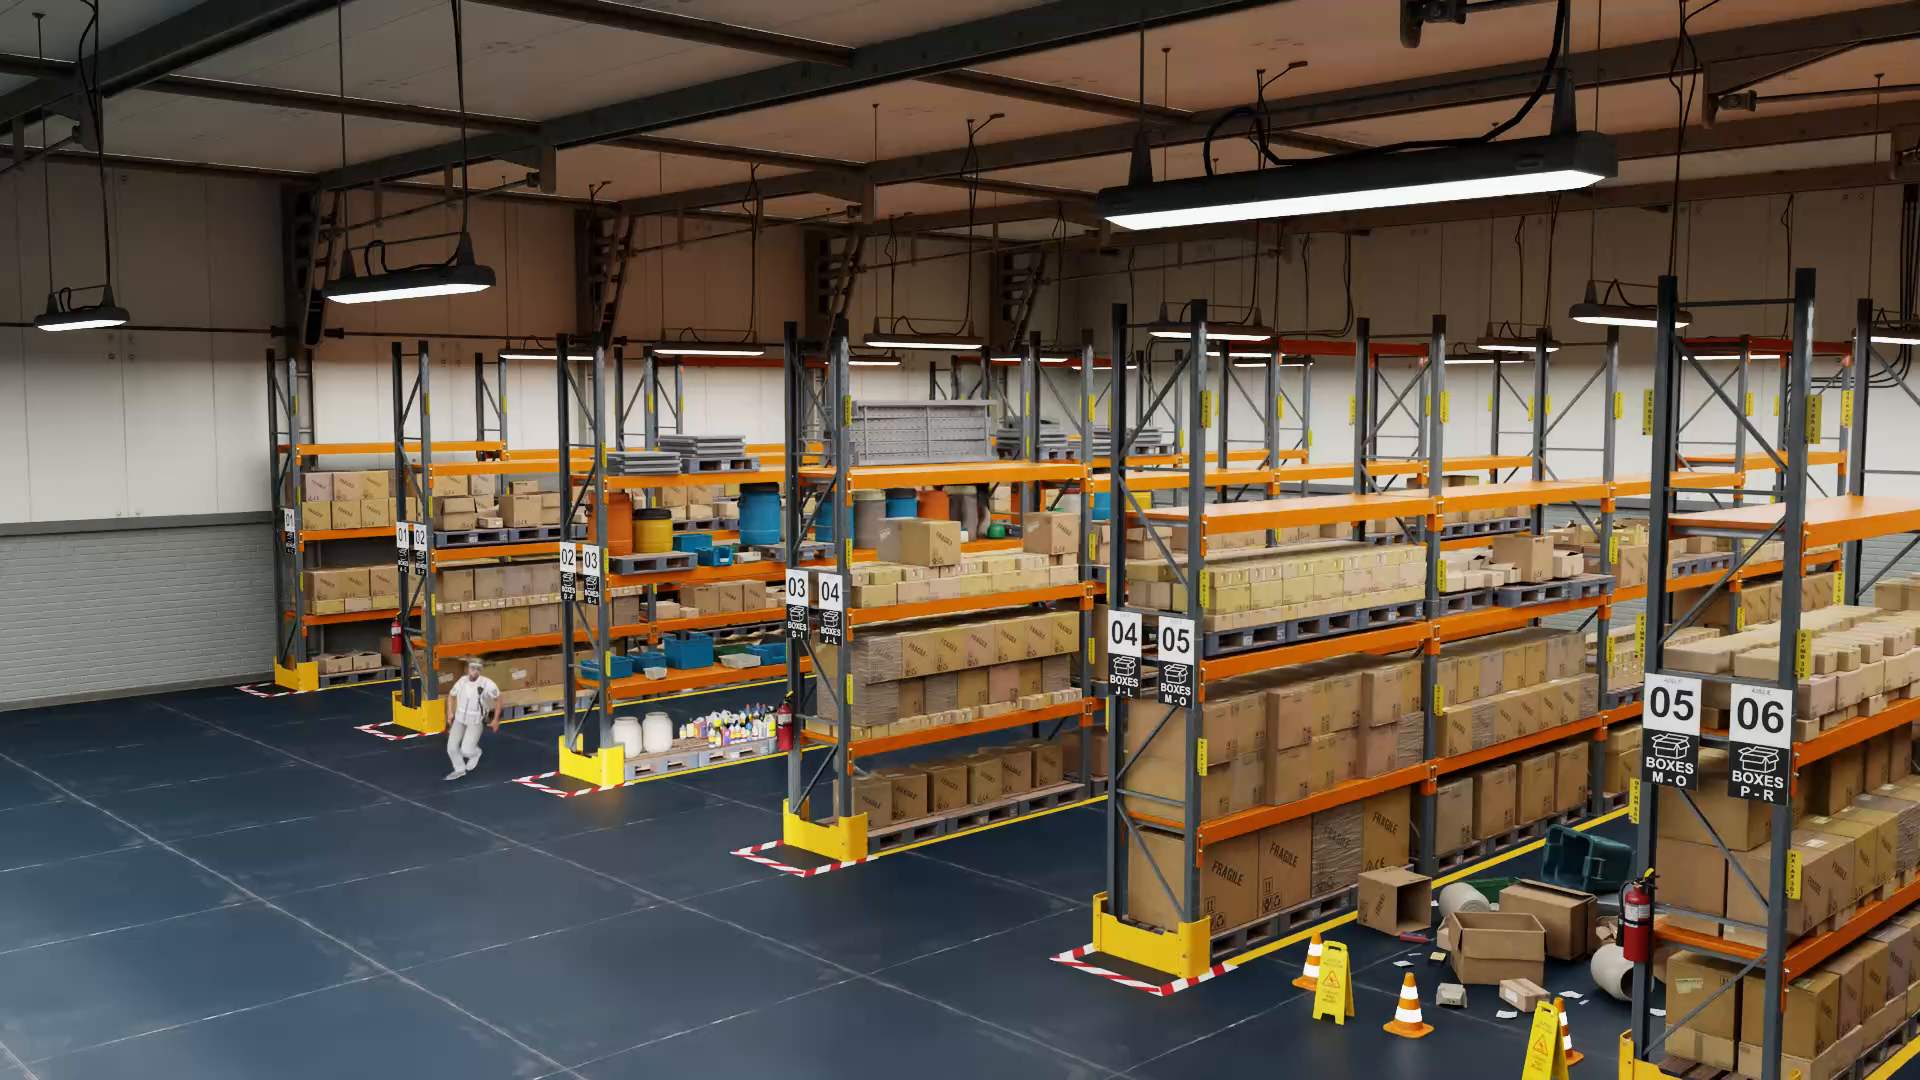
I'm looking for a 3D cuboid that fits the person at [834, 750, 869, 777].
[{"bbox_3d":[-1.454,2.520,21.231,0.536,1.626,0.639,-4,7,-42],"label":"person"}]

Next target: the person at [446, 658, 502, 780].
[{"bbox_3d":[-6.558,2.398,22.356,0.735,1.660,0.563,1,5,9],"label":"person"}]
